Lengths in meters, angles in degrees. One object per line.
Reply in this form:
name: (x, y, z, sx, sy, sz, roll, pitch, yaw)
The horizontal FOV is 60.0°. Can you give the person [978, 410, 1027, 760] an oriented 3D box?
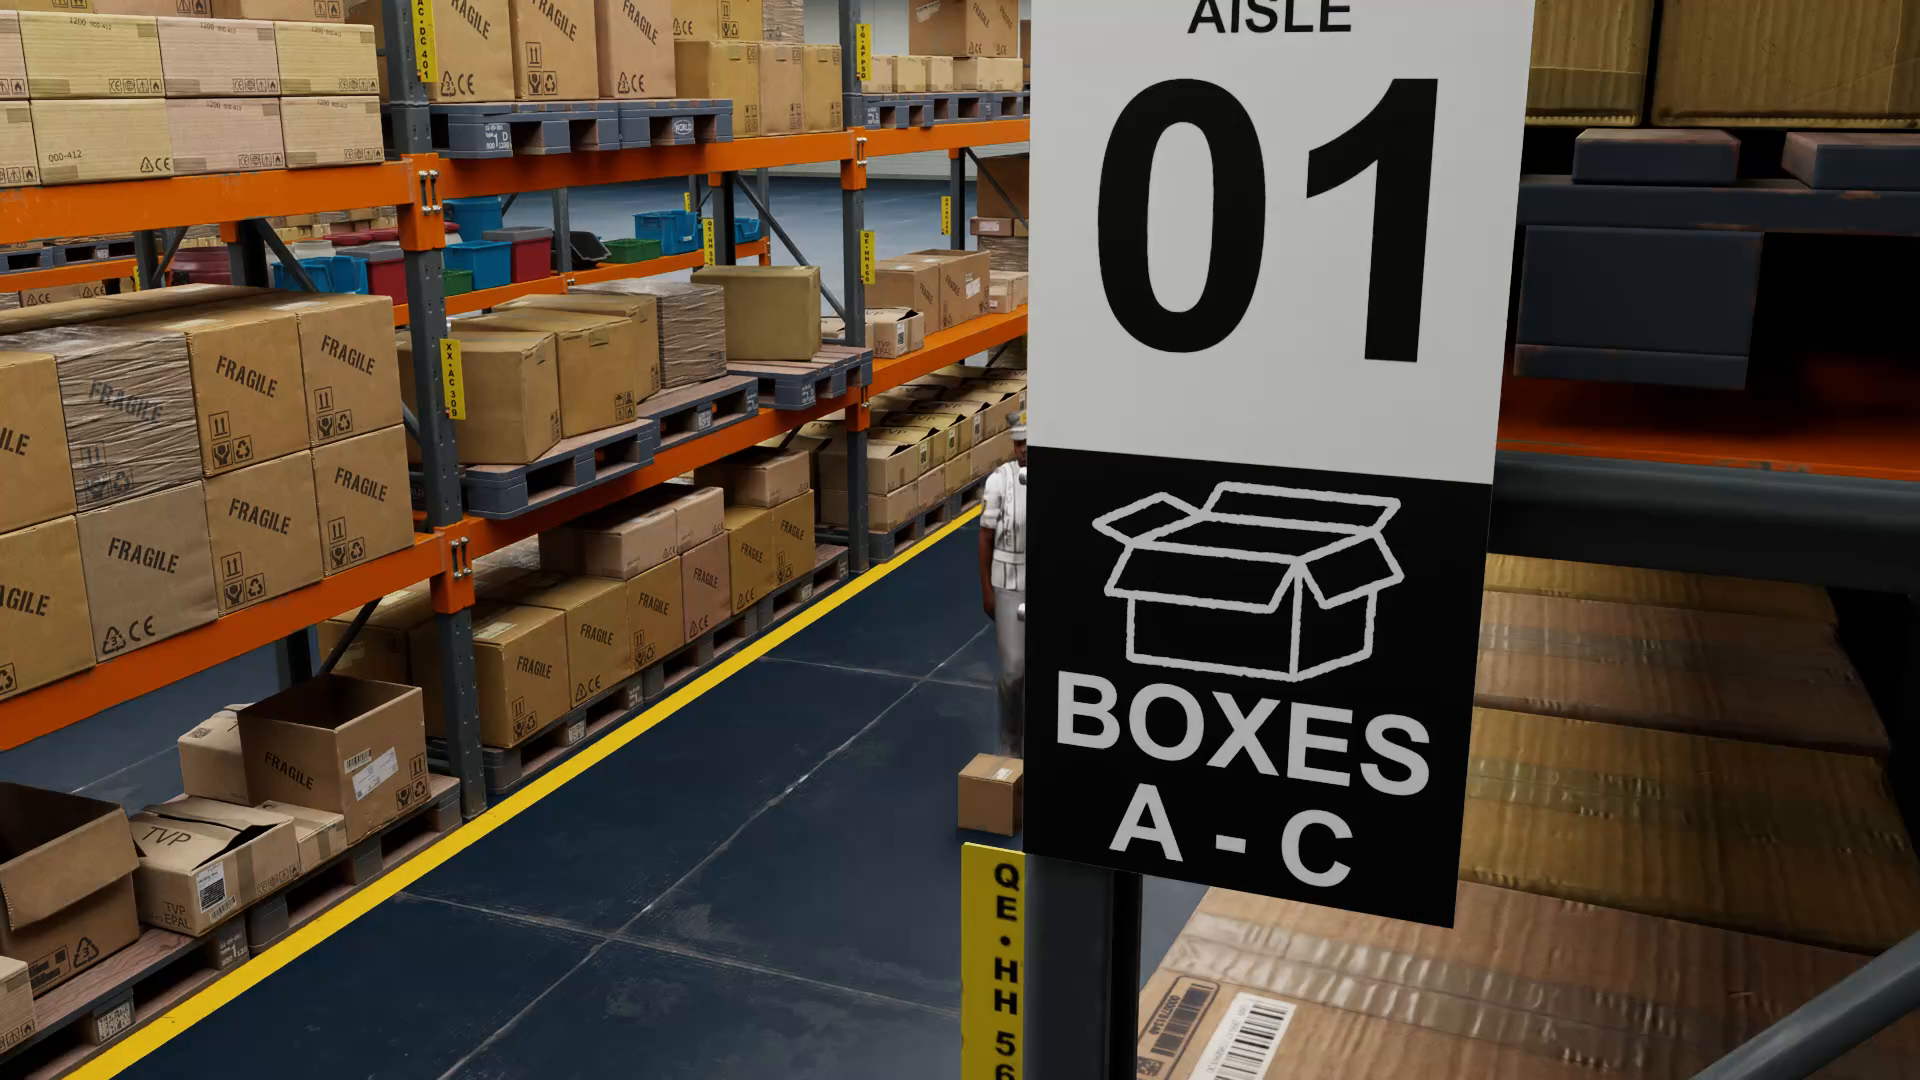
person: (0.341, 0.257, 7.566, 0.457, 1.727, 0.451, -4, 16, -15)
